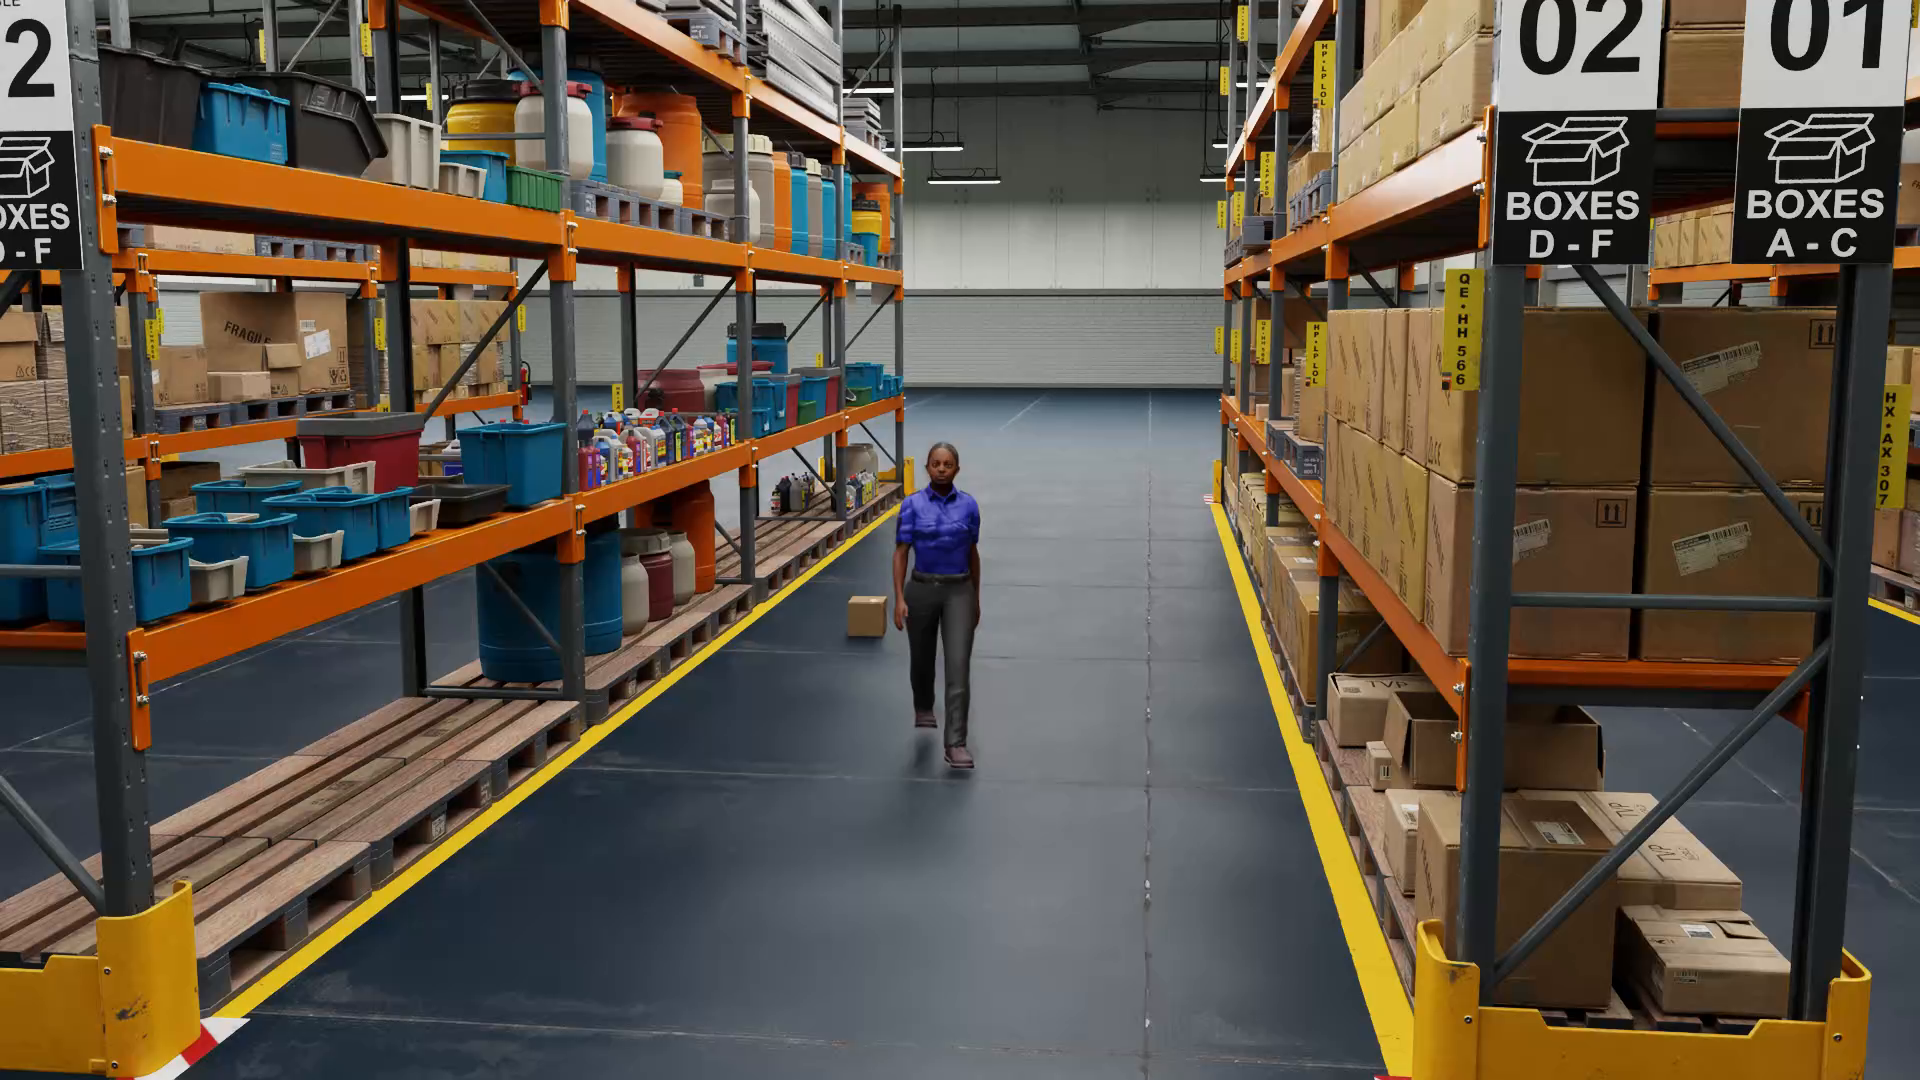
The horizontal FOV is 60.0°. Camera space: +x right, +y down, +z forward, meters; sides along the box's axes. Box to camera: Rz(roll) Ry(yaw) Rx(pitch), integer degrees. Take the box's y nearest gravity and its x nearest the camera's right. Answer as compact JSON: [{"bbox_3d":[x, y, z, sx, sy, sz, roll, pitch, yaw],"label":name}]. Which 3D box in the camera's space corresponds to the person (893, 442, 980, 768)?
[{"bbox_3d":[-0.116,0.297,8.595,0.465,1.604,0.978,-1,8,-4],"label":"person"}]
